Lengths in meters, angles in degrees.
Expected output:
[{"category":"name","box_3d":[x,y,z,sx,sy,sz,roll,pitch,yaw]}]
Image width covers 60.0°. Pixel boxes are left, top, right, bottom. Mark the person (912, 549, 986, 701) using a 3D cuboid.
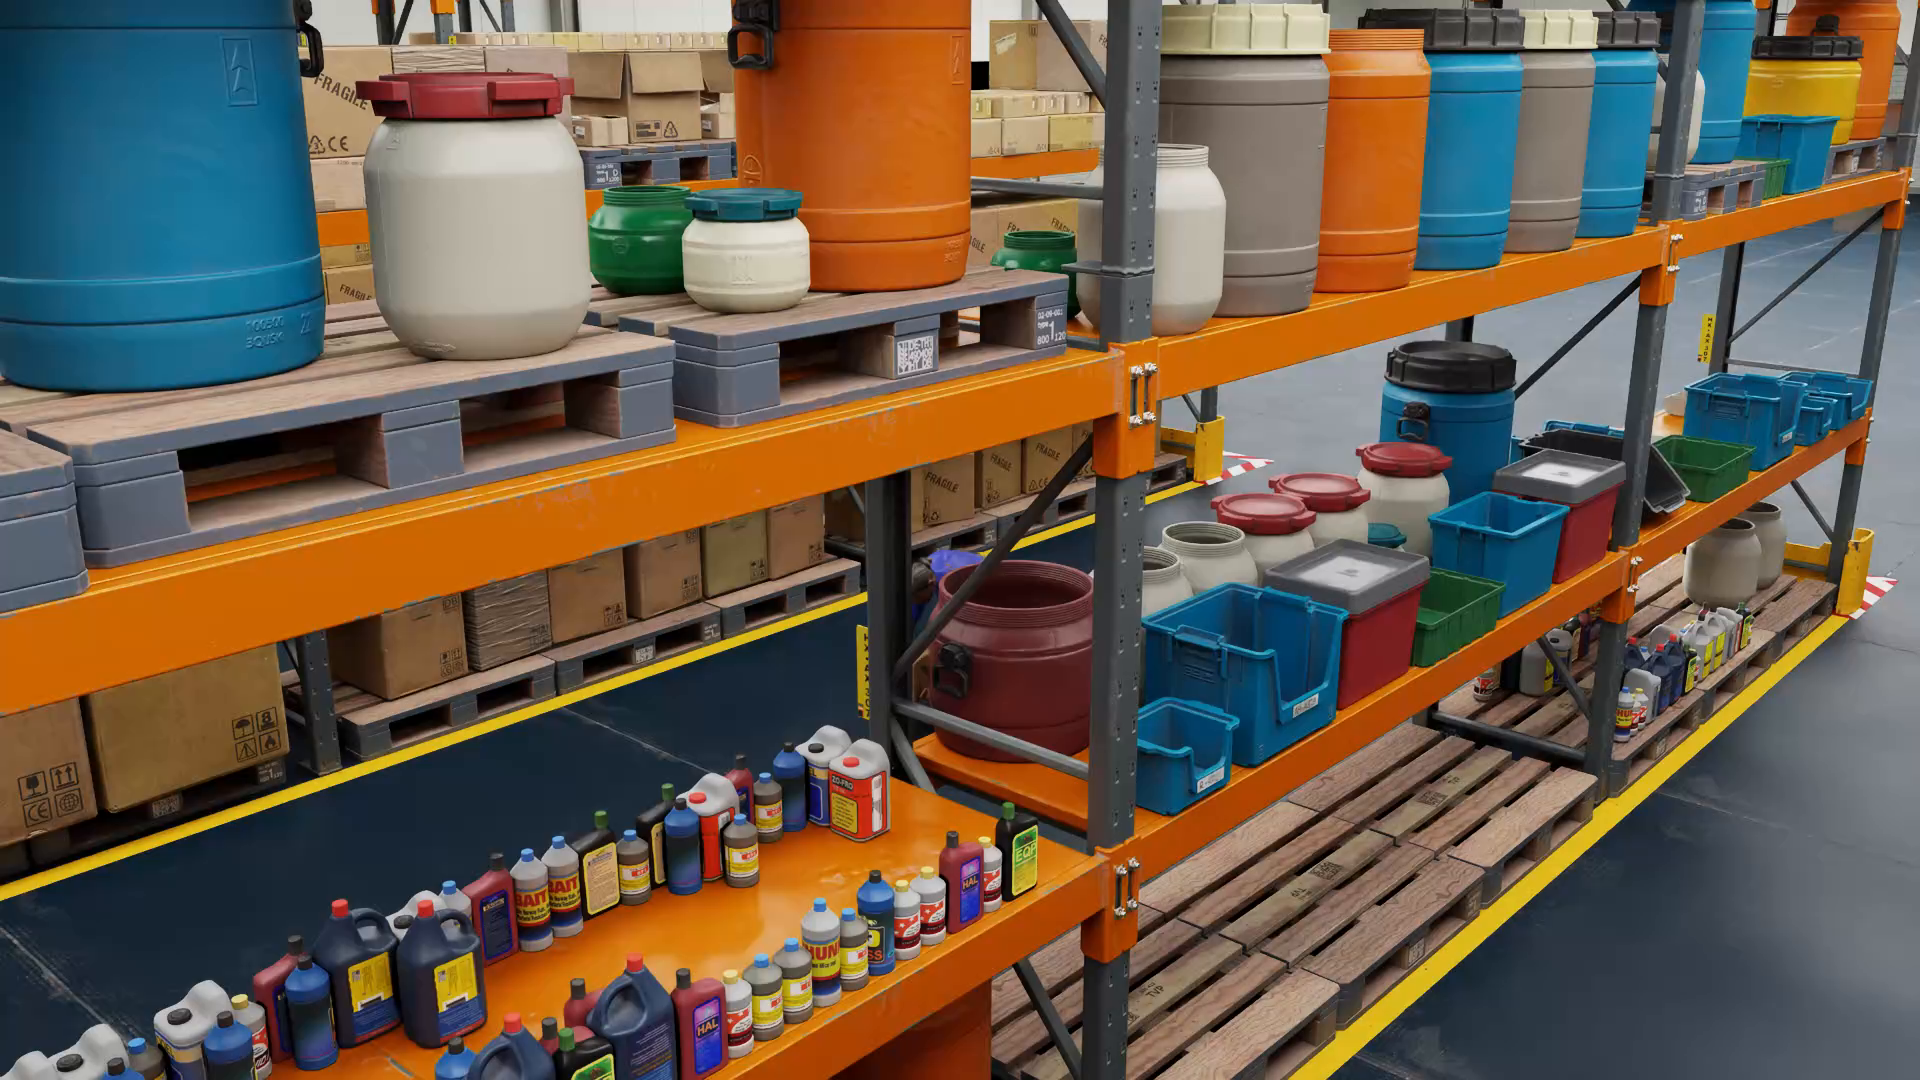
[{"category":"person","box_3d":[-0.028,0.514,8.985,0.456,1.012,0.860,13,22,37]}]
